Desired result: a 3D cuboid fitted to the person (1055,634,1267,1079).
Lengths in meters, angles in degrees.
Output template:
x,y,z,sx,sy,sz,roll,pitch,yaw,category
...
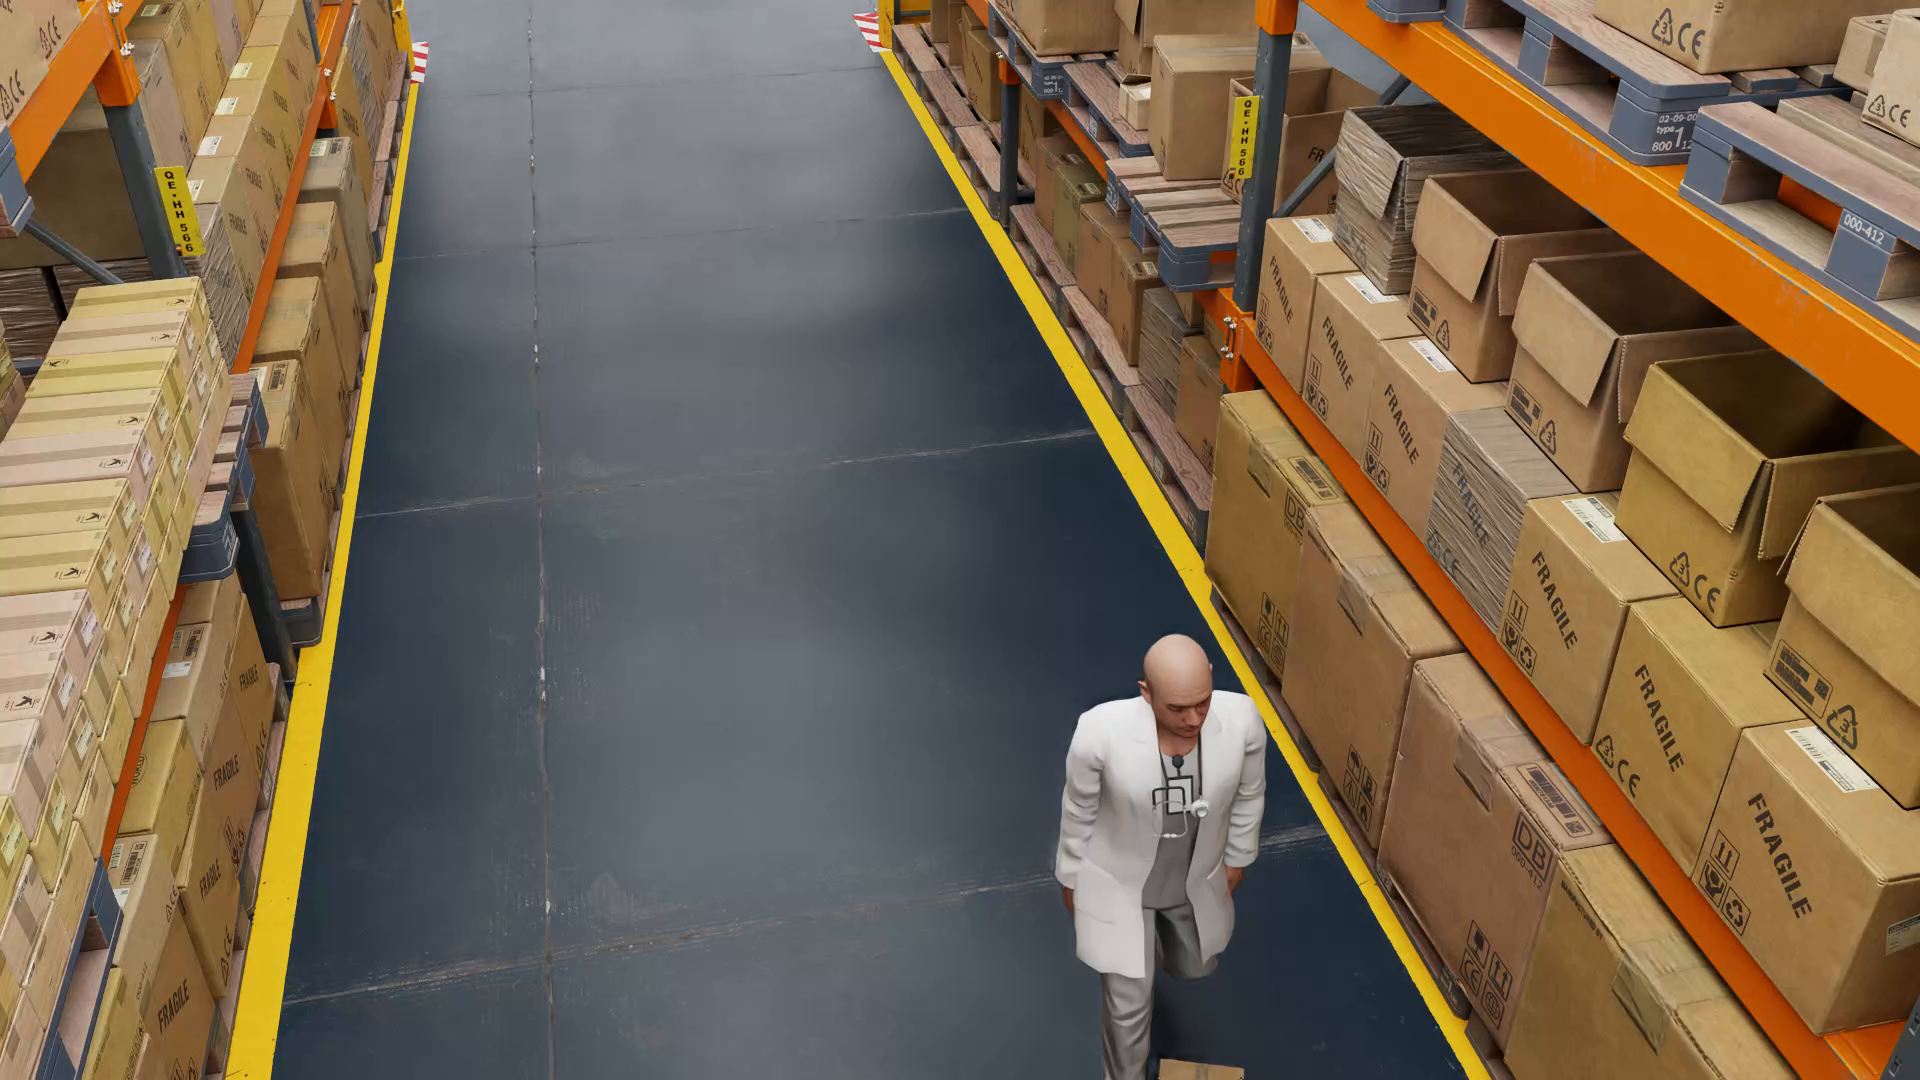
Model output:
x,y,z,sx,sy,sz,roll,pitch,yaw,category
0.553,0.899,4.804,0.590,1.752,0.879,-6,34,-8,person
